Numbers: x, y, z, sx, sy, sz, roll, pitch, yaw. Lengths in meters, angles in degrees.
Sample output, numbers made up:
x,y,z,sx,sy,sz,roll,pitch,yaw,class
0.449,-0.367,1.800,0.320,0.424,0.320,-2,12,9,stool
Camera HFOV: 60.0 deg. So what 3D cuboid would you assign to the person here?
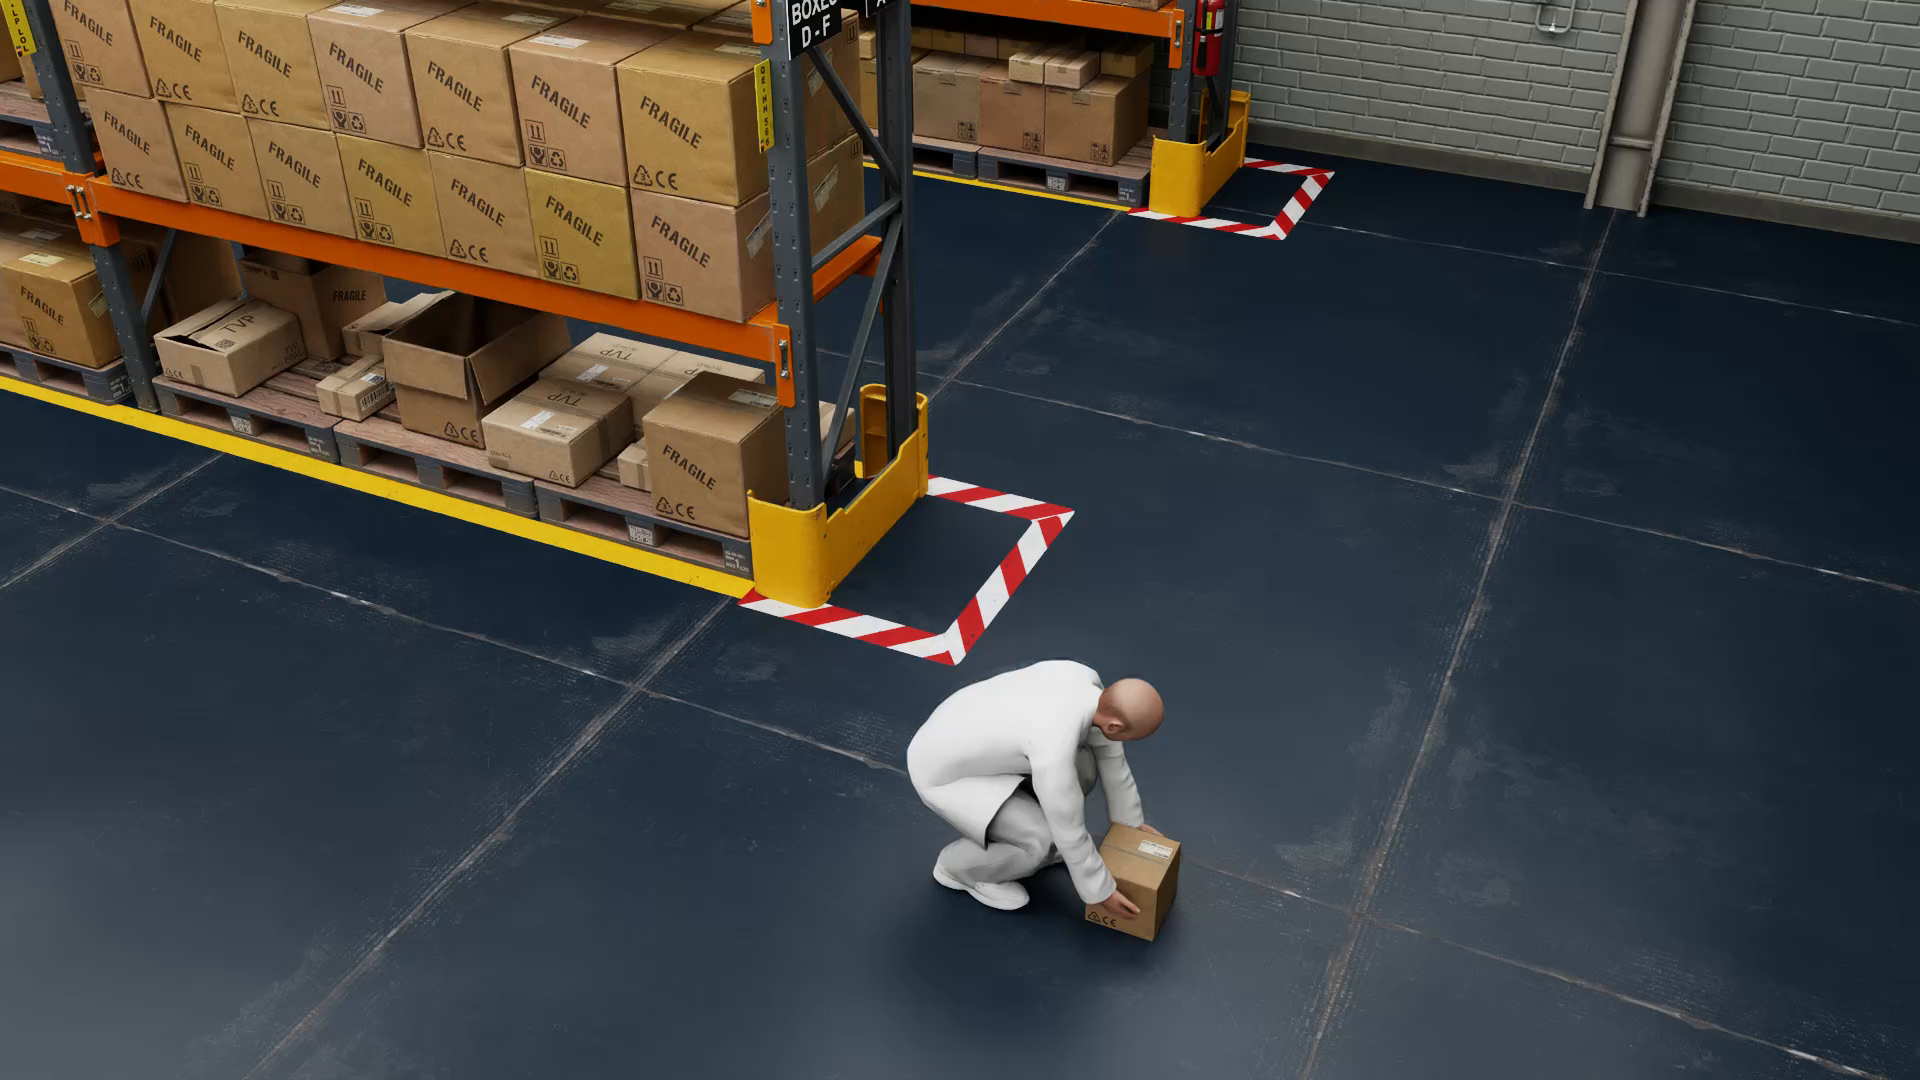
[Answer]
x,y,z,sx,sy,sz,roll,pitch,yaw,class
0.262,0.808,5.697,0.906,0.931,0.610,14,36,20,person
